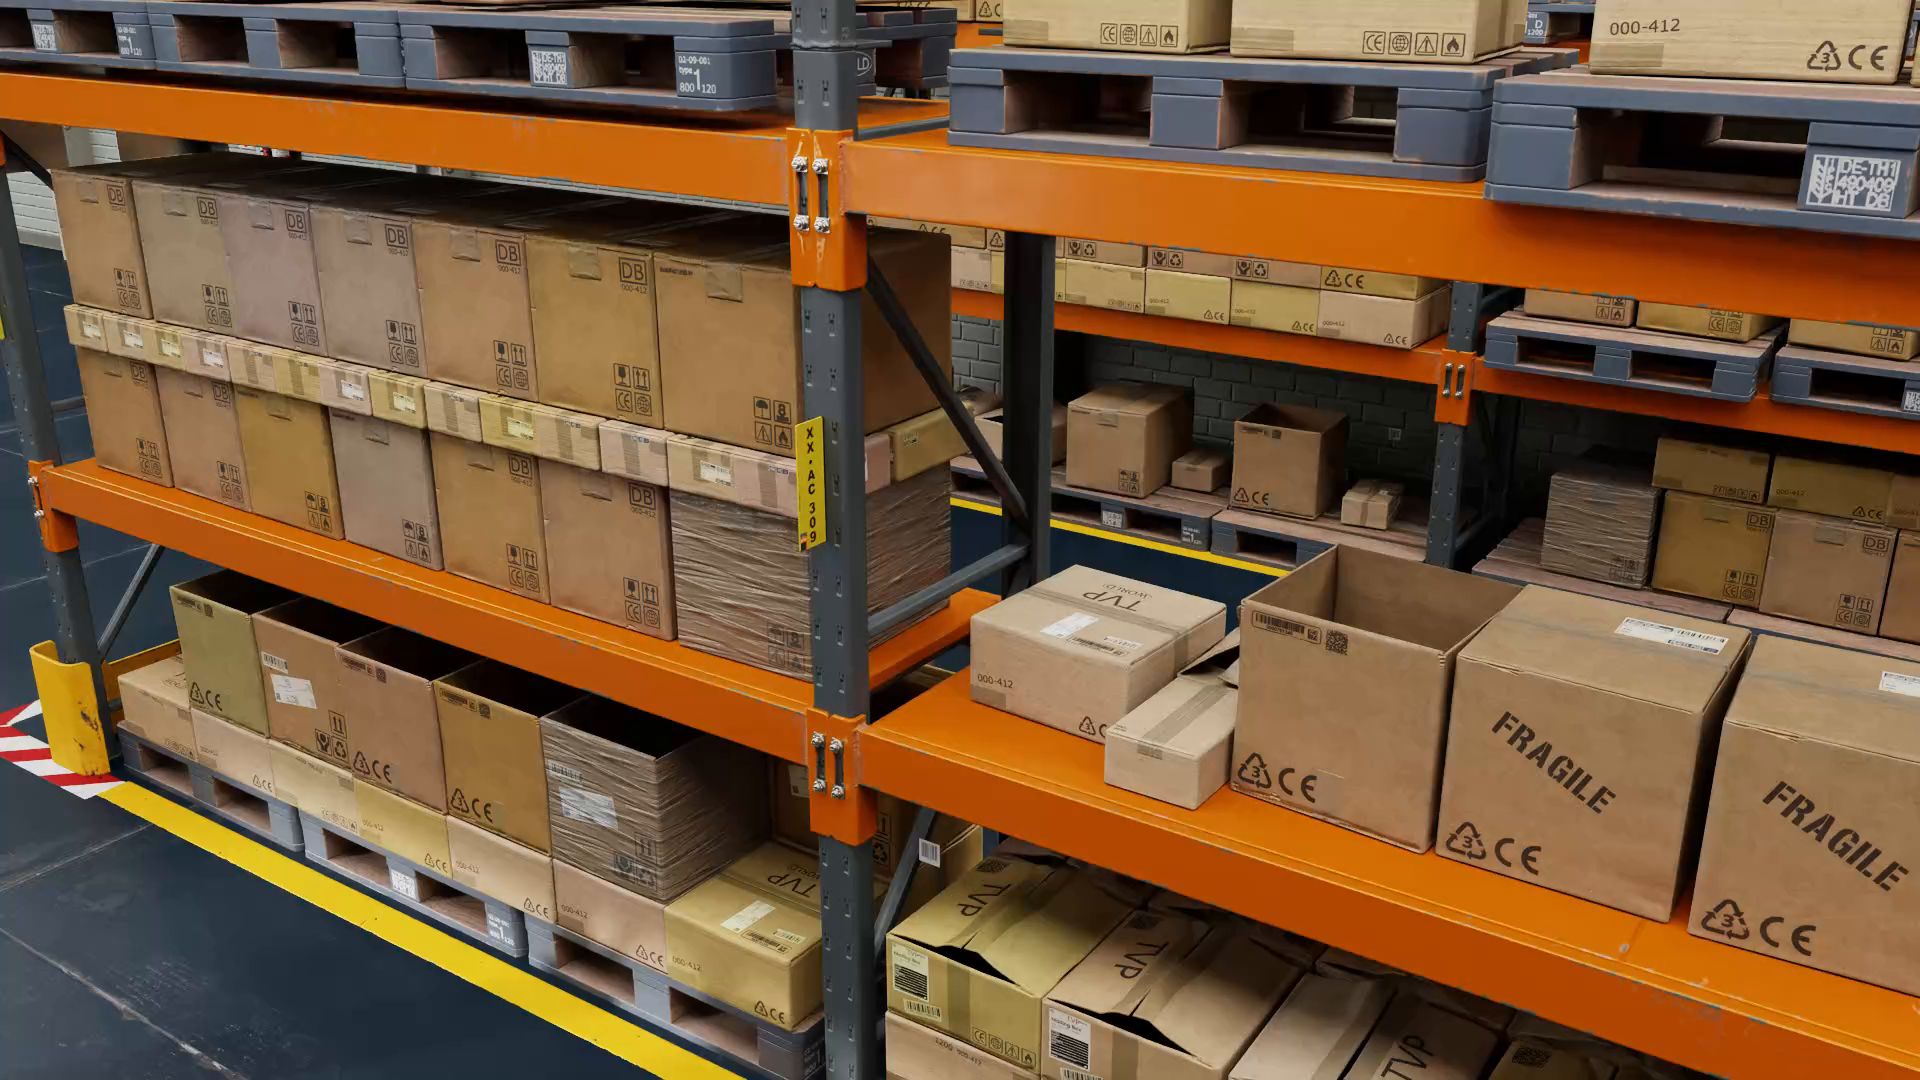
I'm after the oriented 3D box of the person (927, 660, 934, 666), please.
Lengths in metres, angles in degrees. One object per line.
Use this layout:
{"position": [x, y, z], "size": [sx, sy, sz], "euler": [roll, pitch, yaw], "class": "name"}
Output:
{"position": [-0.274, 0.076, 6.864], "size": [0.362, 1.672, 0.496], "euler": [12, 23, 31], "class": "person"}
